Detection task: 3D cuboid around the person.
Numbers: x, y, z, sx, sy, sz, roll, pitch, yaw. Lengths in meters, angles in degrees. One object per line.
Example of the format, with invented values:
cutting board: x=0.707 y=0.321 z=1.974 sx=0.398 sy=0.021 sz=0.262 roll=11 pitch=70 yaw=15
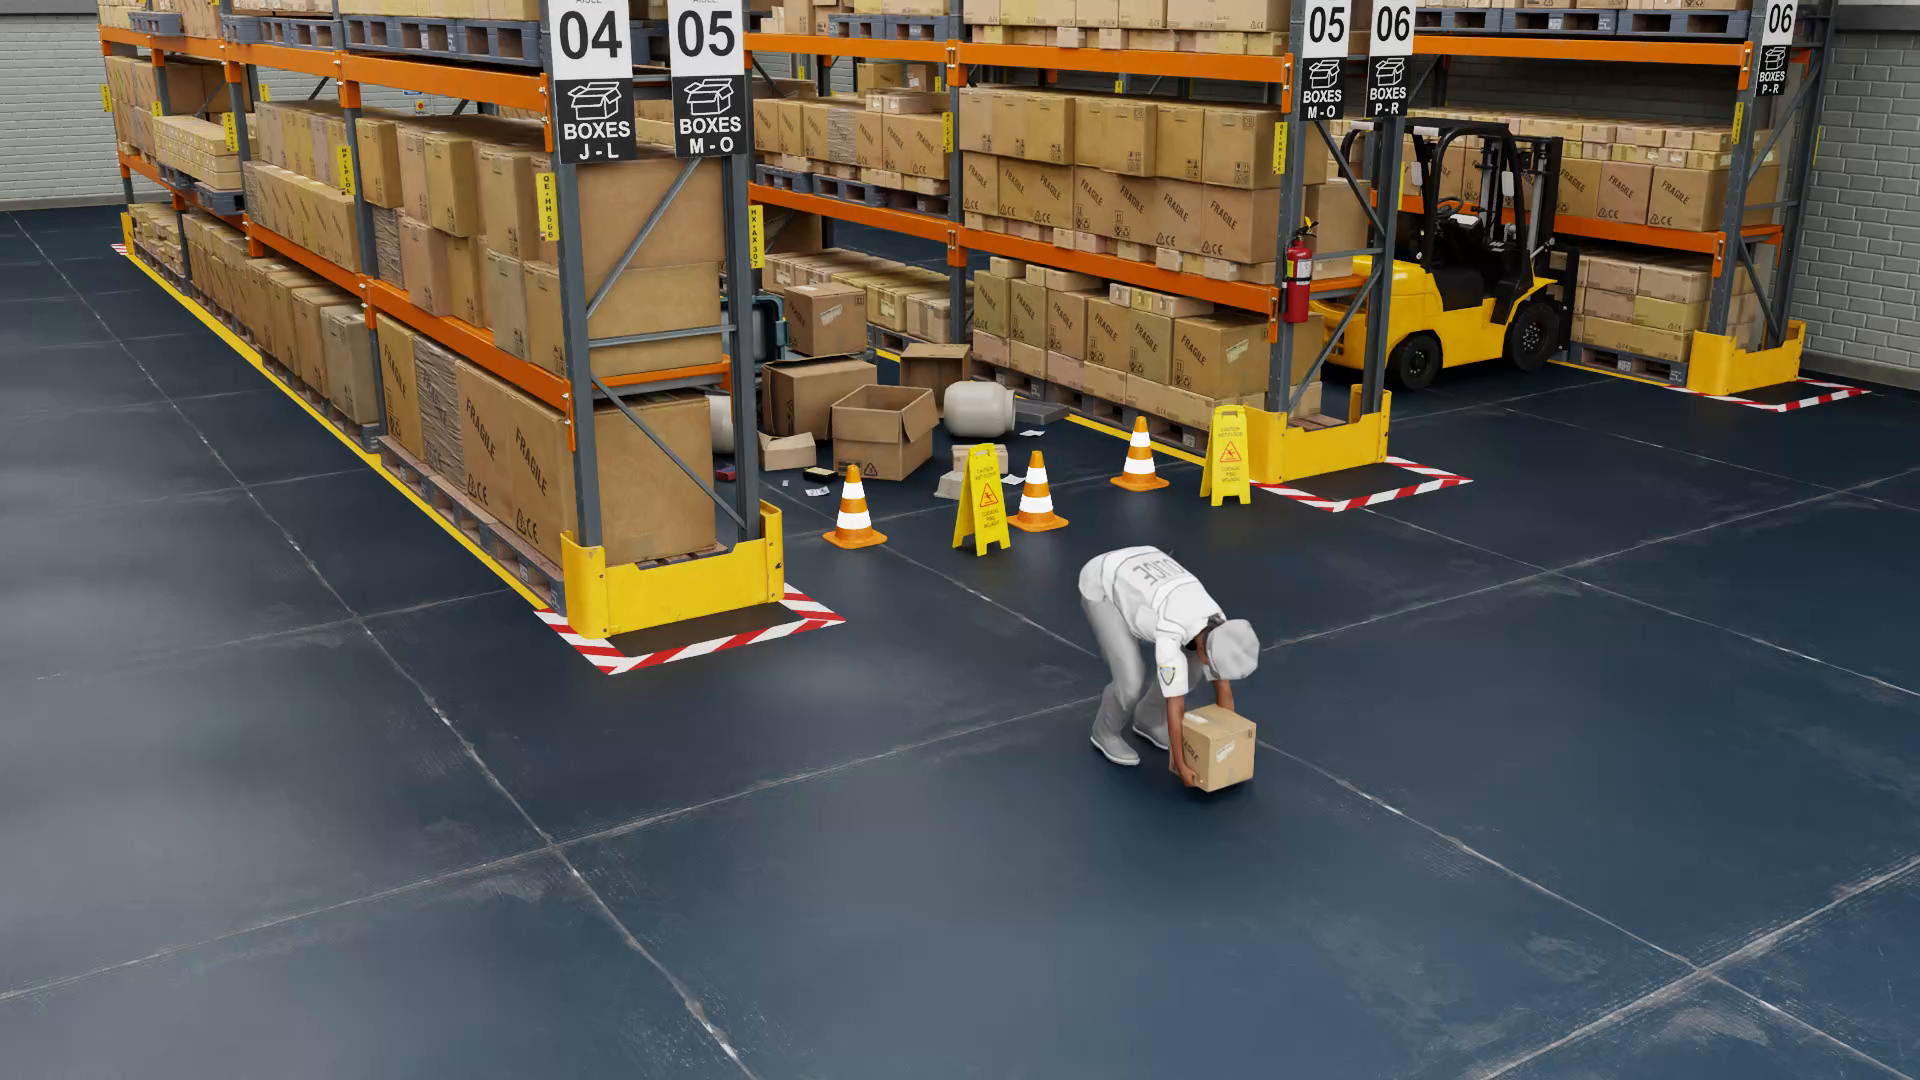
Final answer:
person: x=0.888 y=0.534 z=7.122 sx=0.464 sy=0.922 sz=0.906 roll=-13 pitch=22 yaw=-34
